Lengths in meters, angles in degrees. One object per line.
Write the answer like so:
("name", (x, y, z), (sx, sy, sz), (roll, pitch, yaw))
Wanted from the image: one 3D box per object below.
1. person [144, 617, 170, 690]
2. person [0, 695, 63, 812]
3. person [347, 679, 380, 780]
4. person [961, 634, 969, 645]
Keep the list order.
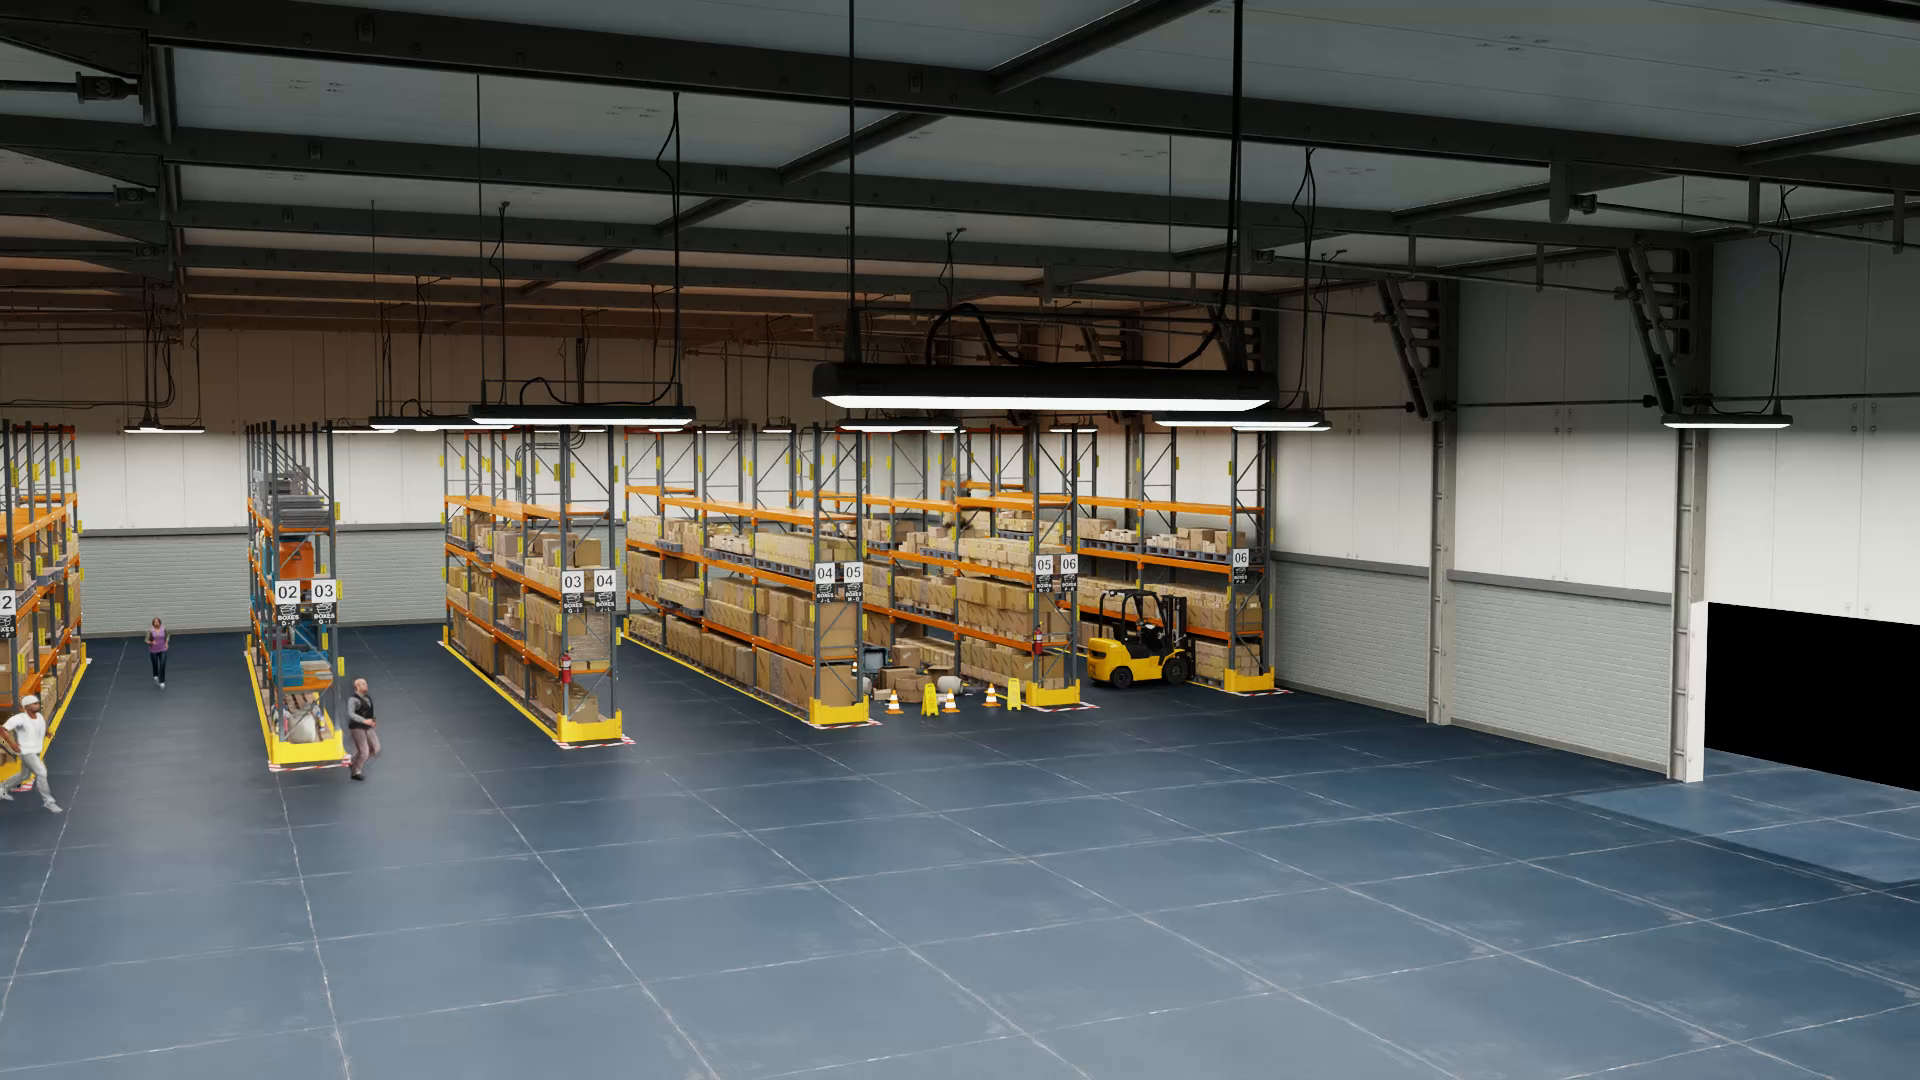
("person", (-18.222, 2.553, 37.766), (0.536, 1.609, 0.875), (-2, 4, -30))
("person", (-14.242, 3.267, 25.414), (1.084, 1.802, 0.660), (0, 4, -2))
("person", (-9.937, 3.144, 27.717), (0.593, 1.680, 0.700), (1, 4, 11))
("person", (0.050, 2.045, 44.862), (0.661, 1.735, 0.640), (-2, 4, -31))
